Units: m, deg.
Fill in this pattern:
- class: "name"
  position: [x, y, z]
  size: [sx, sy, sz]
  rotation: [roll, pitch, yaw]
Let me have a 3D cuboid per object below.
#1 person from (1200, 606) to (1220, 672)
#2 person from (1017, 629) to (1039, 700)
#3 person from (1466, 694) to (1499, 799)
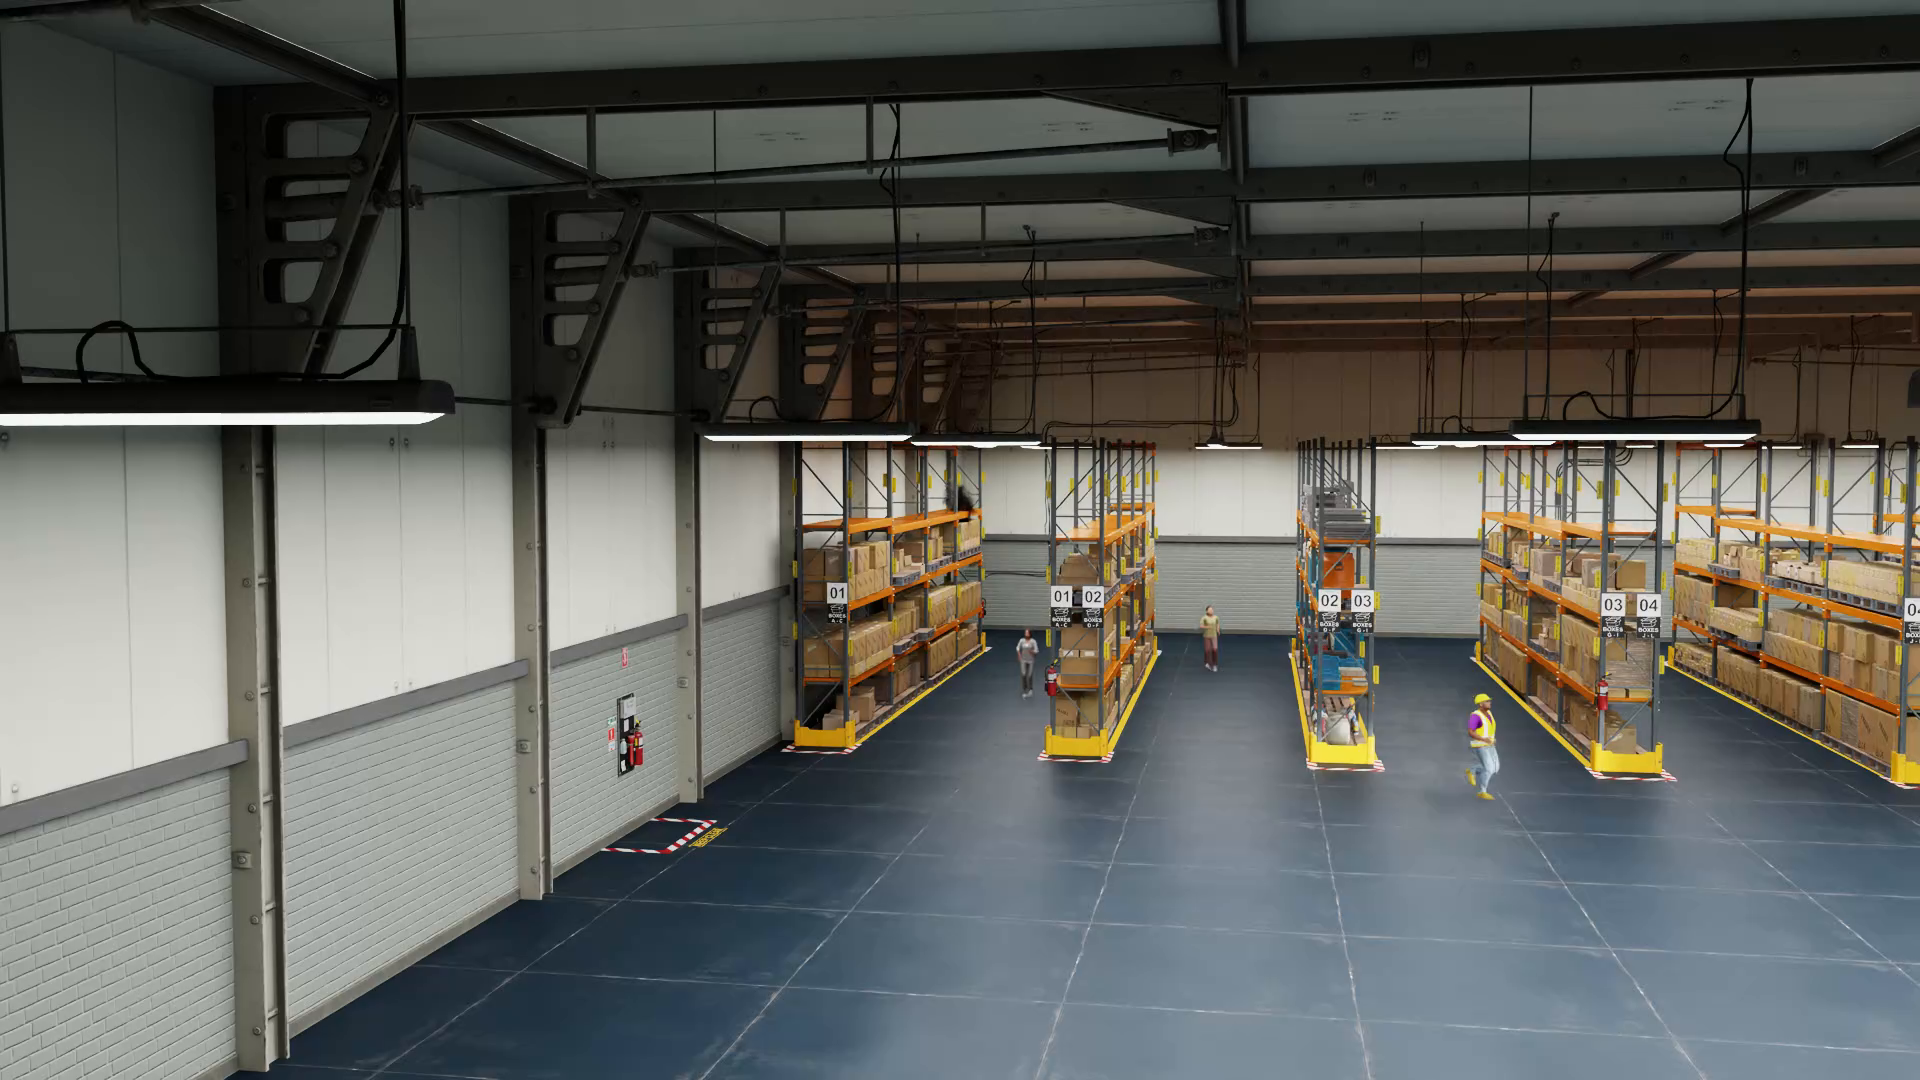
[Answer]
- class: "person"
  position: [6.551, 2.572, 43.595]
  size: [0.547, 1.721, 0.775]
  rotation: [0, 3, 0]
- class: "person"
  position: [1.549, 2.885, 38.648]
  size: [0.481, 1.612, 0.690]
  rotation: [0, 3, 7]
- class: "person"
  position: [8.660, 3.407, 27.575]
  size: [0.585, 1.725, 0.736]
  rotation: [3, 4, 42]
